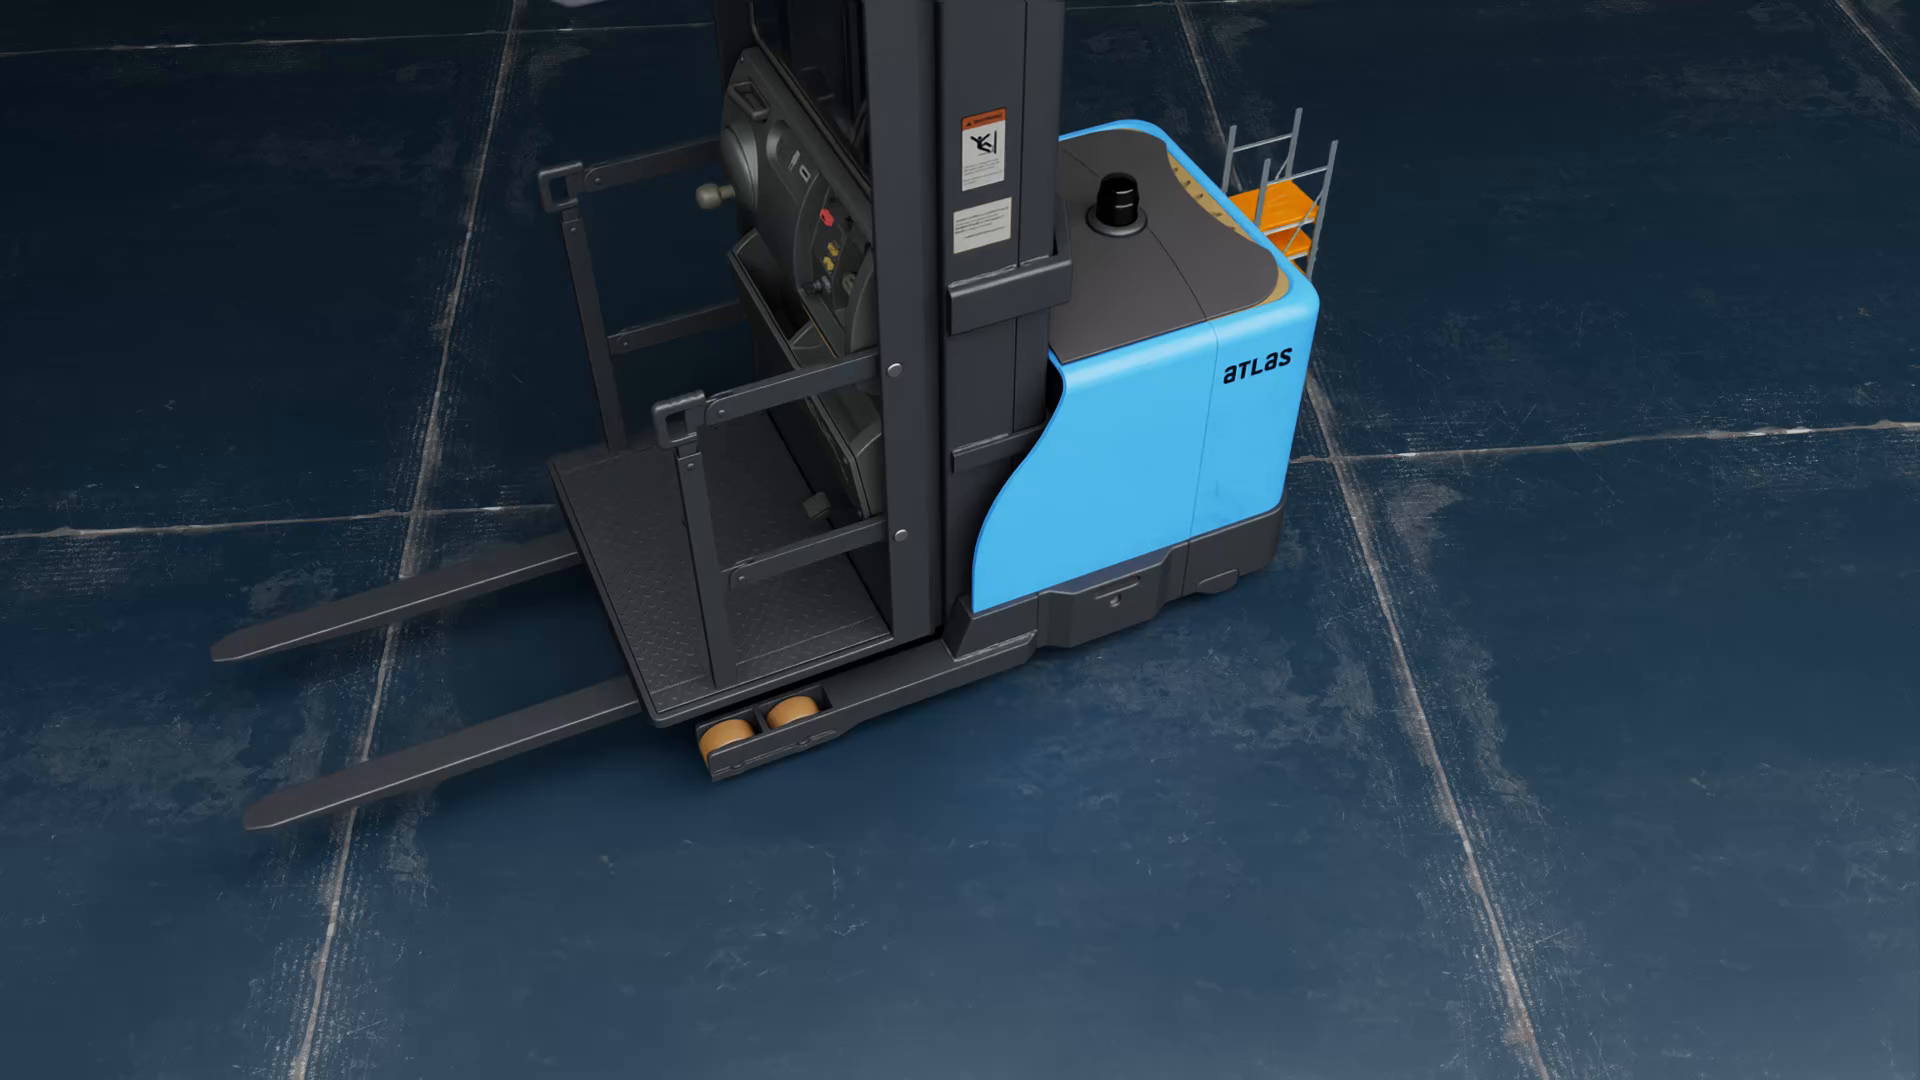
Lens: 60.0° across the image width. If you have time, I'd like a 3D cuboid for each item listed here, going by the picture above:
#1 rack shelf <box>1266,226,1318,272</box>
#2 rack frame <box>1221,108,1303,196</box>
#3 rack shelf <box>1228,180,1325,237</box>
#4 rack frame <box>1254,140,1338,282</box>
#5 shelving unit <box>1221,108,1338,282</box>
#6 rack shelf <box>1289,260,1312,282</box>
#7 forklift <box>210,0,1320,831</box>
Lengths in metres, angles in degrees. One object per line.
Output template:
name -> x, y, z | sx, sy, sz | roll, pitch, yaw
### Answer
rack shelf -> 0.908, -0.865, 4.972 | 0.258, 0.103, 0.180 | -18, 49, -17
rack frame -> 0.869, -0.790, 5.171 | 0.240, 1.200, 0.006 | -18, 49, -17
rack shelf -> 0.909, -0.947, 4.885 | 0.258, 0.103, 0.180 | -18, 49, -17
rack frame -> 0.945, -0.669, 5.056 | 0.240, 1.200, 0.006 | -18, 49, -17
shelving unit -> 0.907, -0.730, 5.114 | 0.258, 1.200, 0.189 | -18, 49, -17
rack shelf -> 0.908, -0.782, 5.059 | 0.258, 0.103, 0.180 | -18, 49, -17
forklift -> -0.587, -0.790, 3.980 | 3.031, 2.935, 1.130 | -18, 49, -17
